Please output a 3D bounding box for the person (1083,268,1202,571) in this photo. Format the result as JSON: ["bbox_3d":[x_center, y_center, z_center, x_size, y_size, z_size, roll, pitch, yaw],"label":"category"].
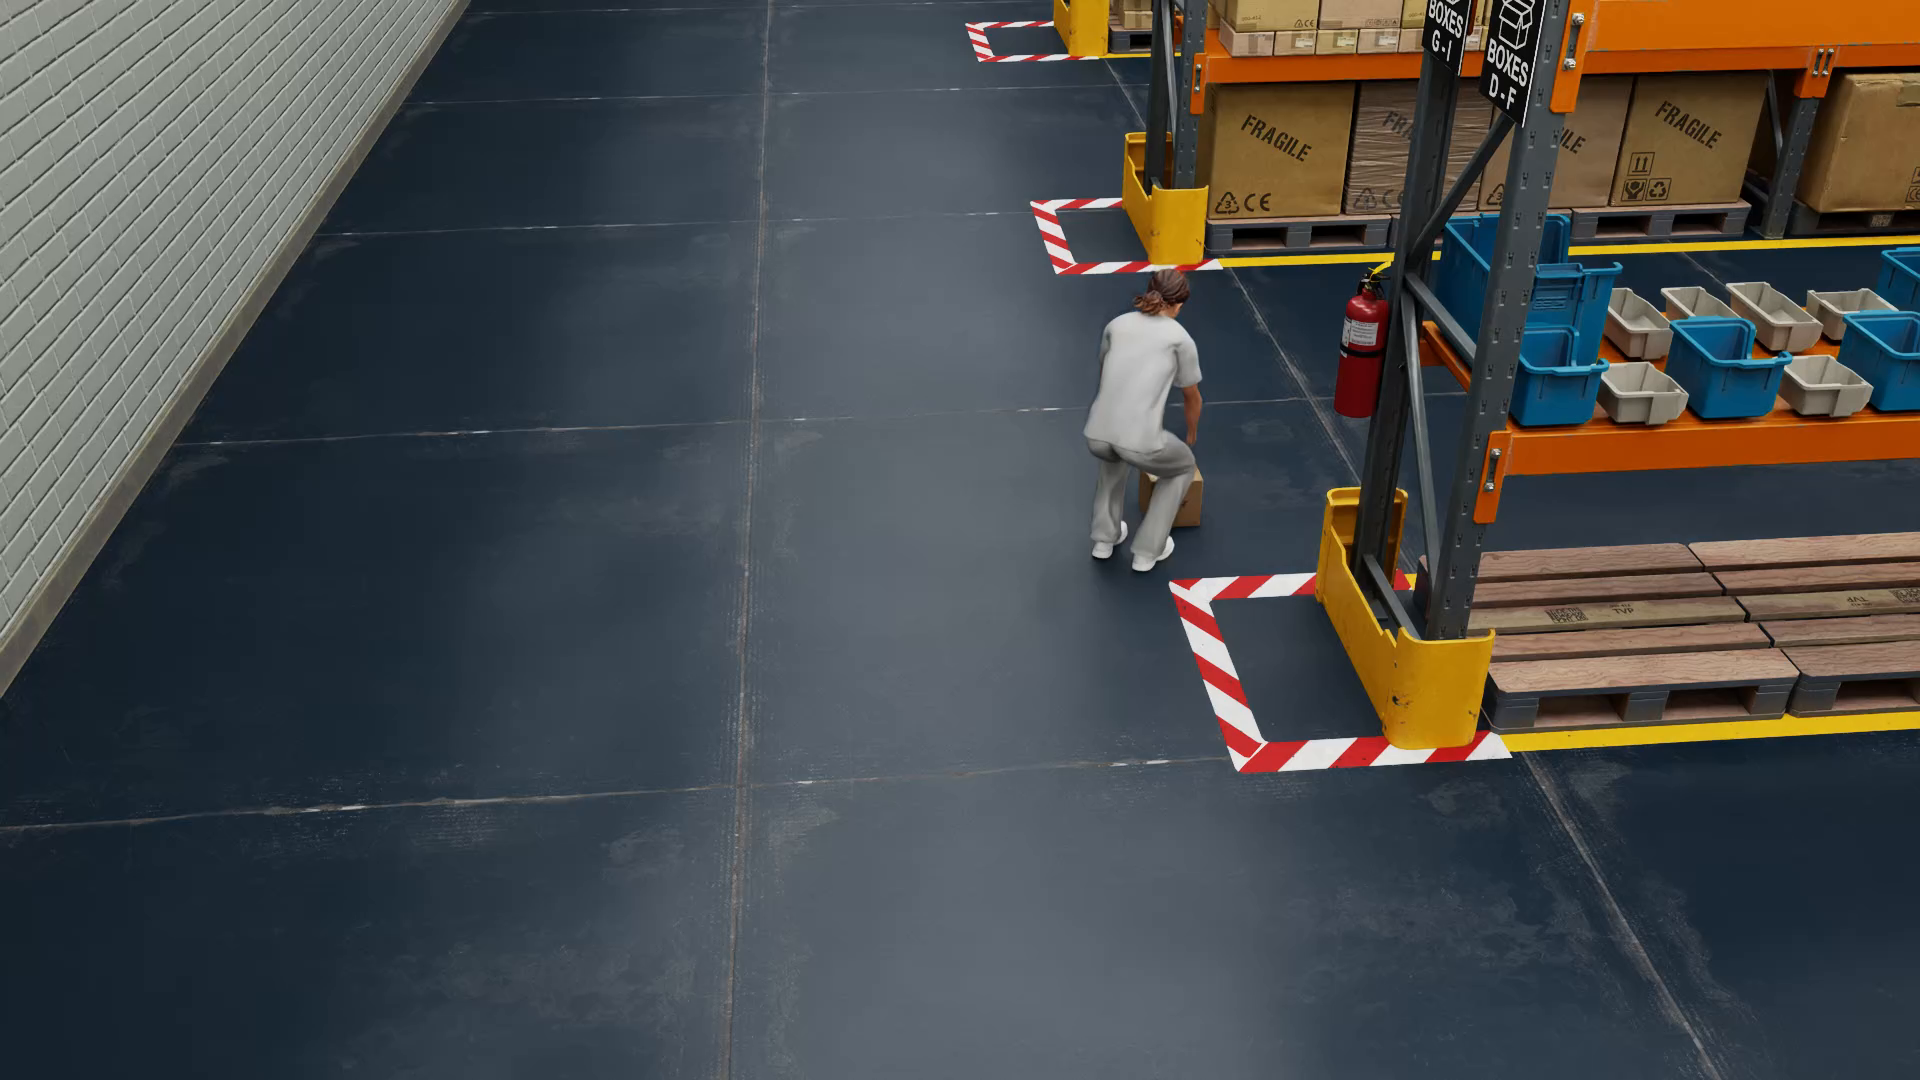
[{"bbox_3d":[0.790,-0.526,7.393,0.492,1.275,0.696,18,36,27],"label":"person"}]
